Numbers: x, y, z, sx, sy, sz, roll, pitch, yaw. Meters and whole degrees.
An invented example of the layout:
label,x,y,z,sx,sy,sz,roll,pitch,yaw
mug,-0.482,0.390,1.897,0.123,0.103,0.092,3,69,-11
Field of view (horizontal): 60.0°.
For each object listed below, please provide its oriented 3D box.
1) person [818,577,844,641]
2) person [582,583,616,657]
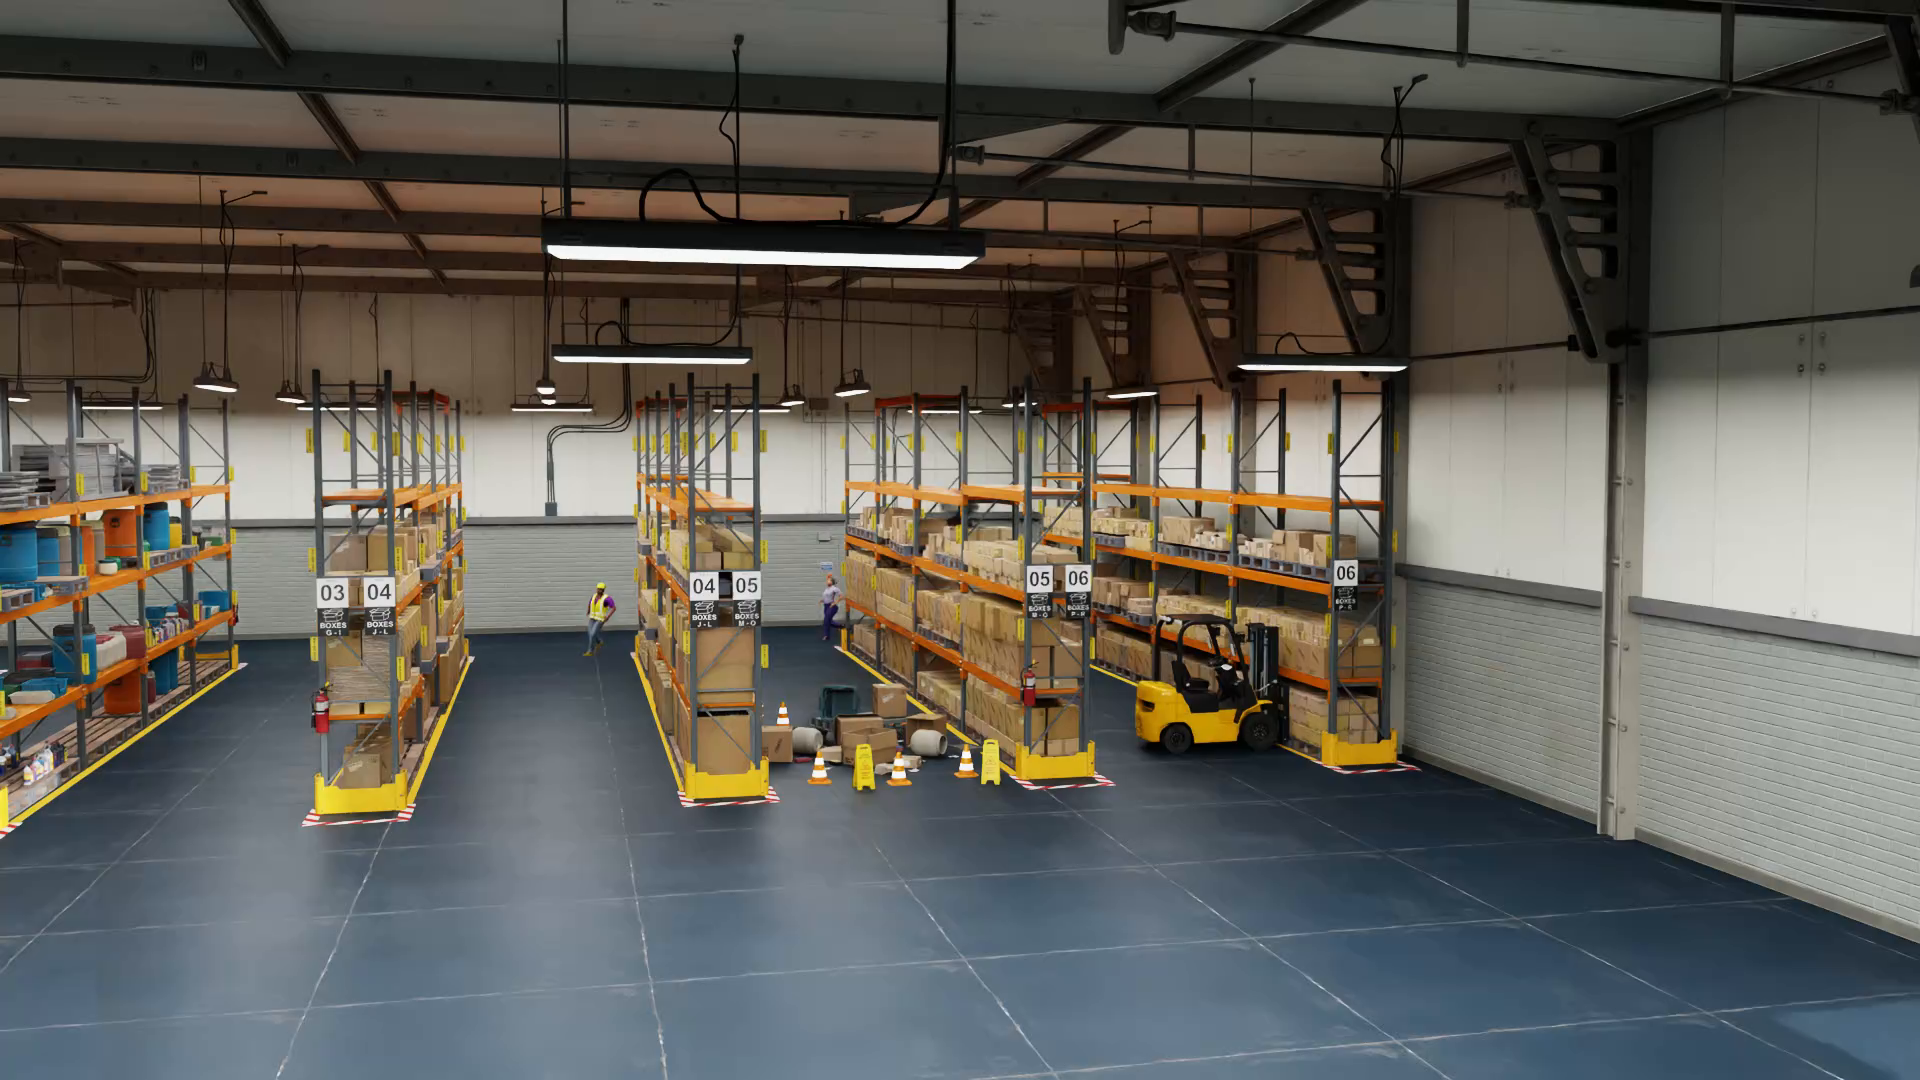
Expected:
label,x,y,z,sx,sy,sz,roll,pitch,yaw
person,-3.260,1.763,42.488,0.769,1.624,0.607,-2,4,-33
person,-8.501,1.876,39.270,0.762,1.736,0.764,2,4,25
